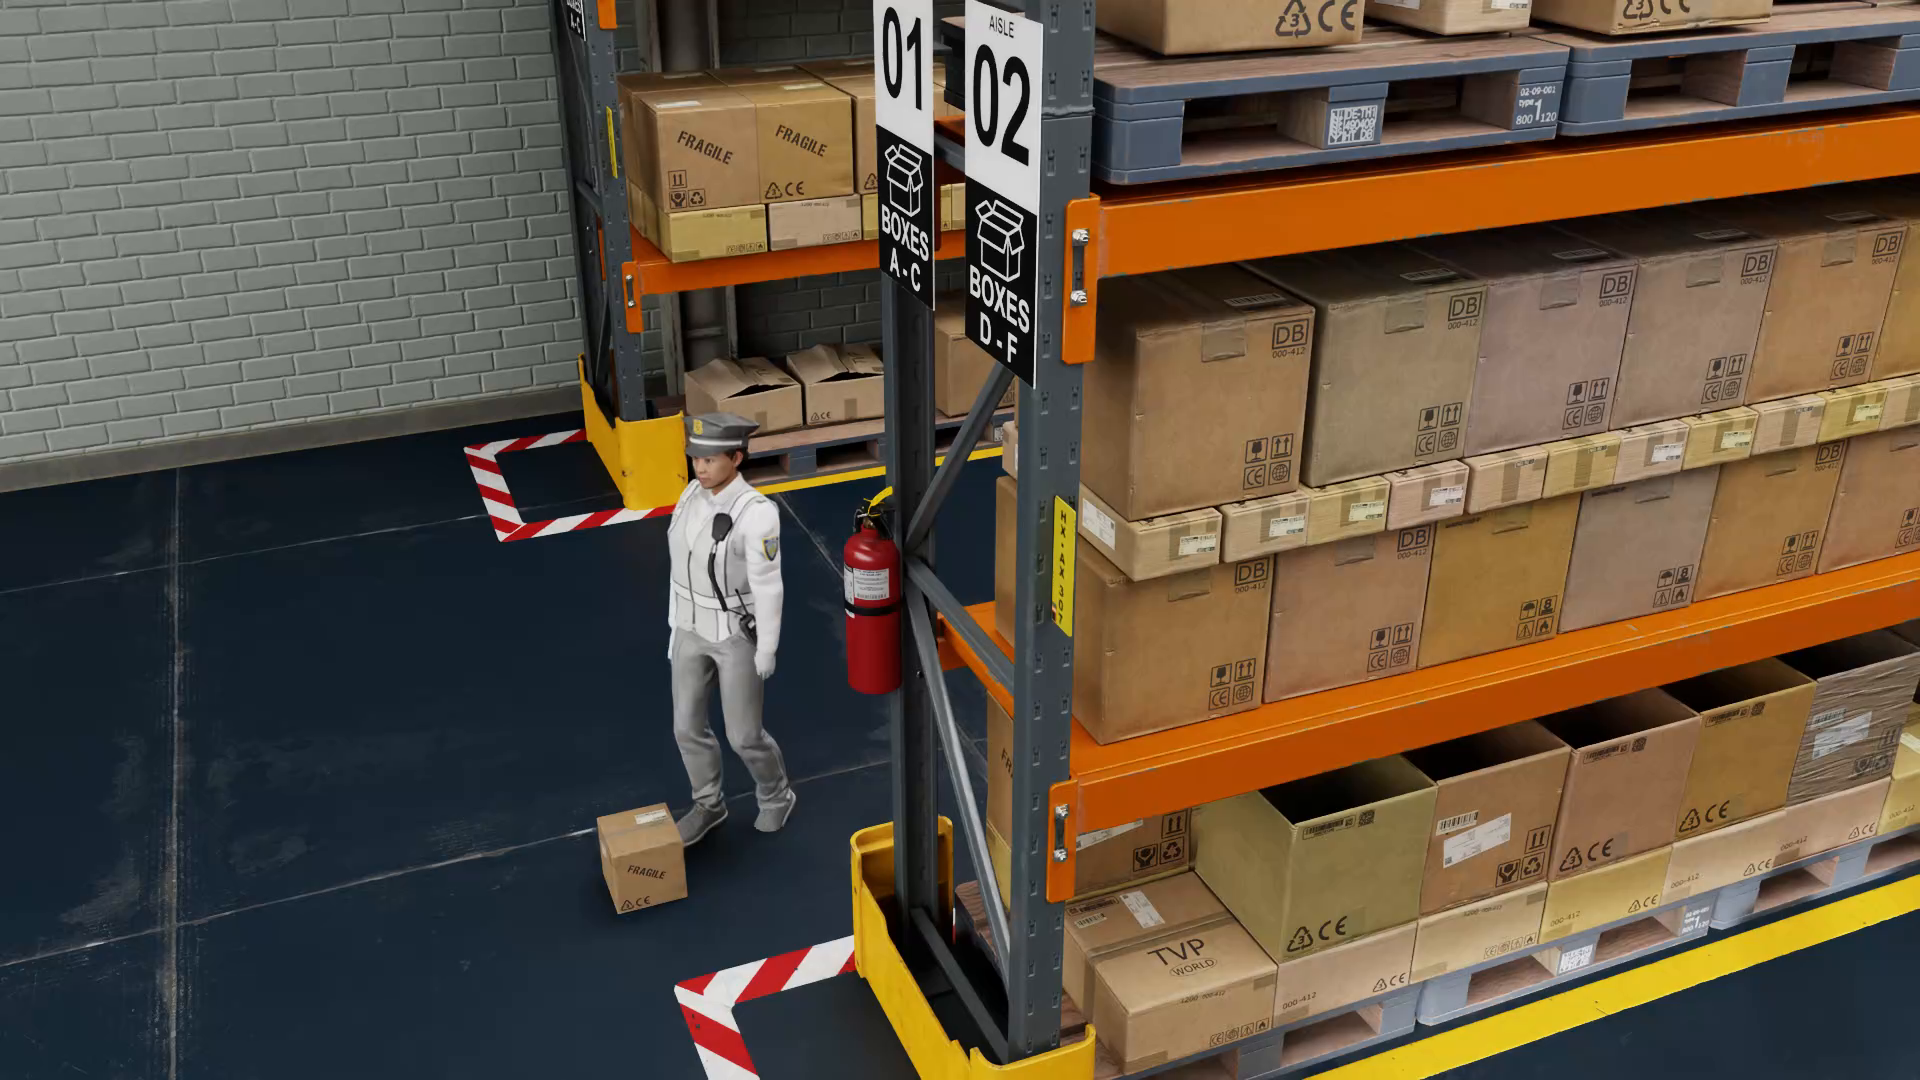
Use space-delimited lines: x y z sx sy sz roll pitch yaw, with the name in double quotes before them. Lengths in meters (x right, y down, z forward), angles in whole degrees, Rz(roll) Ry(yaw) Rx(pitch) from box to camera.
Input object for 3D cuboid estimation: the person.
"person" -0.857 0.386 5.917 0.481 1.761 0.466 20 32 34
